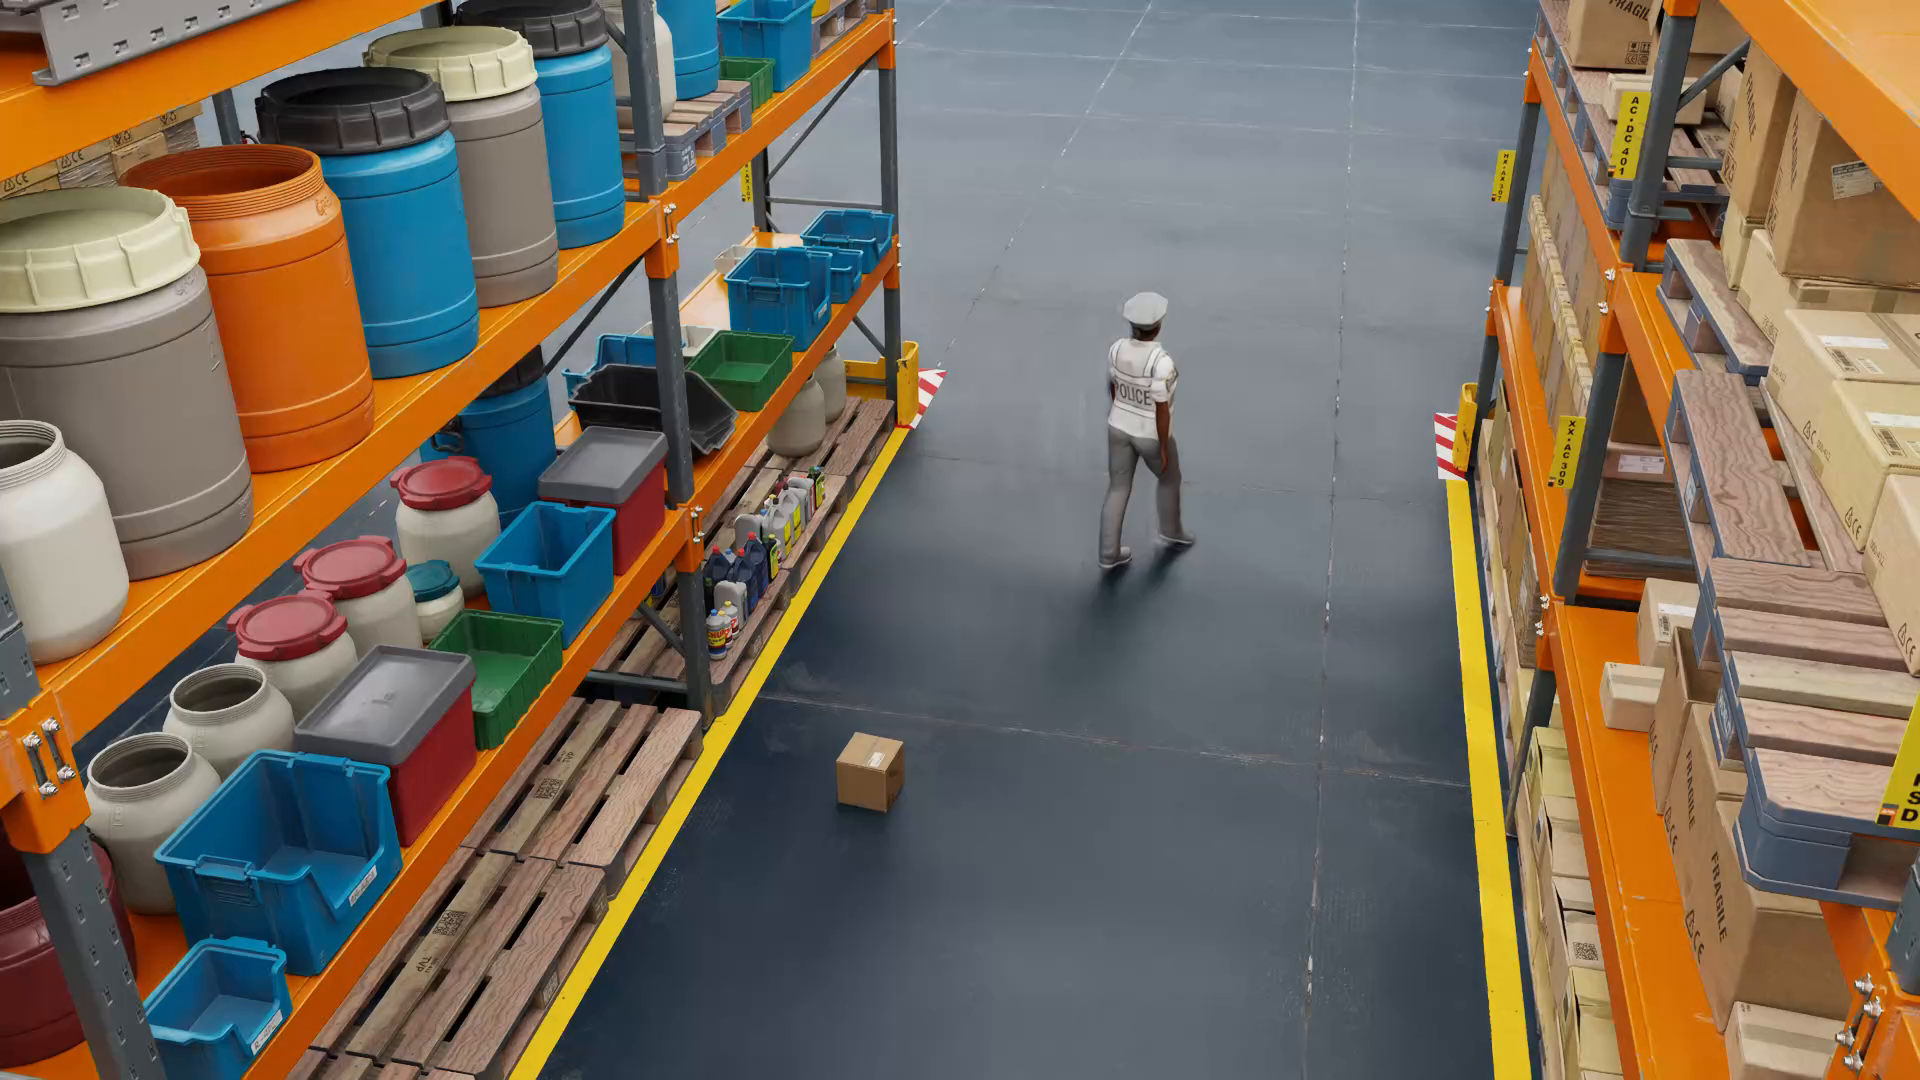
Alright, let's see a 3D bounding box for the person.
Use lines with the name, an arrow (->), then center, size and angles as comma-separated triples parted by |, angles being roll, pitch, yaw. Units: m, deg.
person -> 1.097, -0.651, 9.770 | 0.486, 1.714, 0.778 | 20, 35, 32
